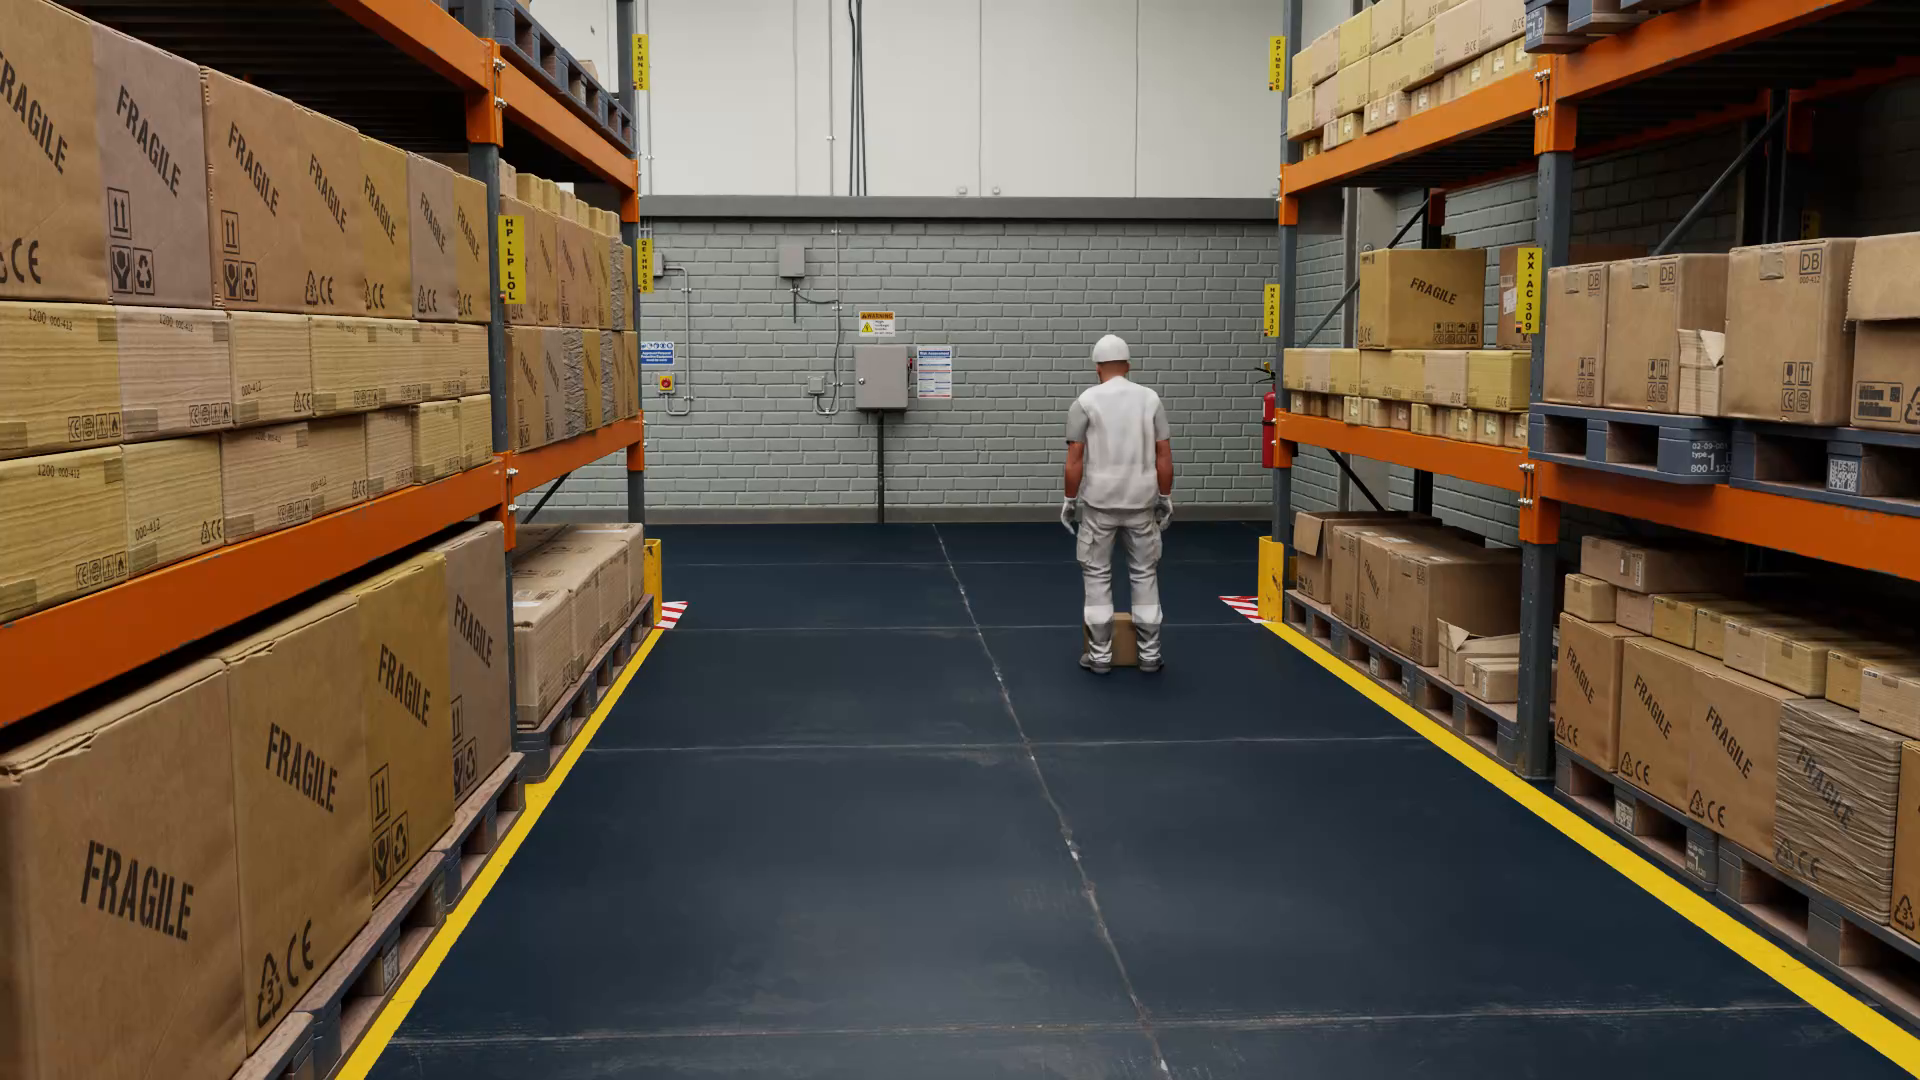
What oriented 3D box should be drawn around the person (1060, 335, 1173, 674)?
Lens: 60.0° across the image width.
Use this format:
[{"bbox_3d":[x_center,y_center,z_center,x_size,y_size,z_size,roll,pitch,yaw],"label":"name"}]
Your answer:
[{"bbox_3d":[0.830,-0.189,8.775,0.610,1.777,0.451,-1,7,-7],"label":"person"}]
